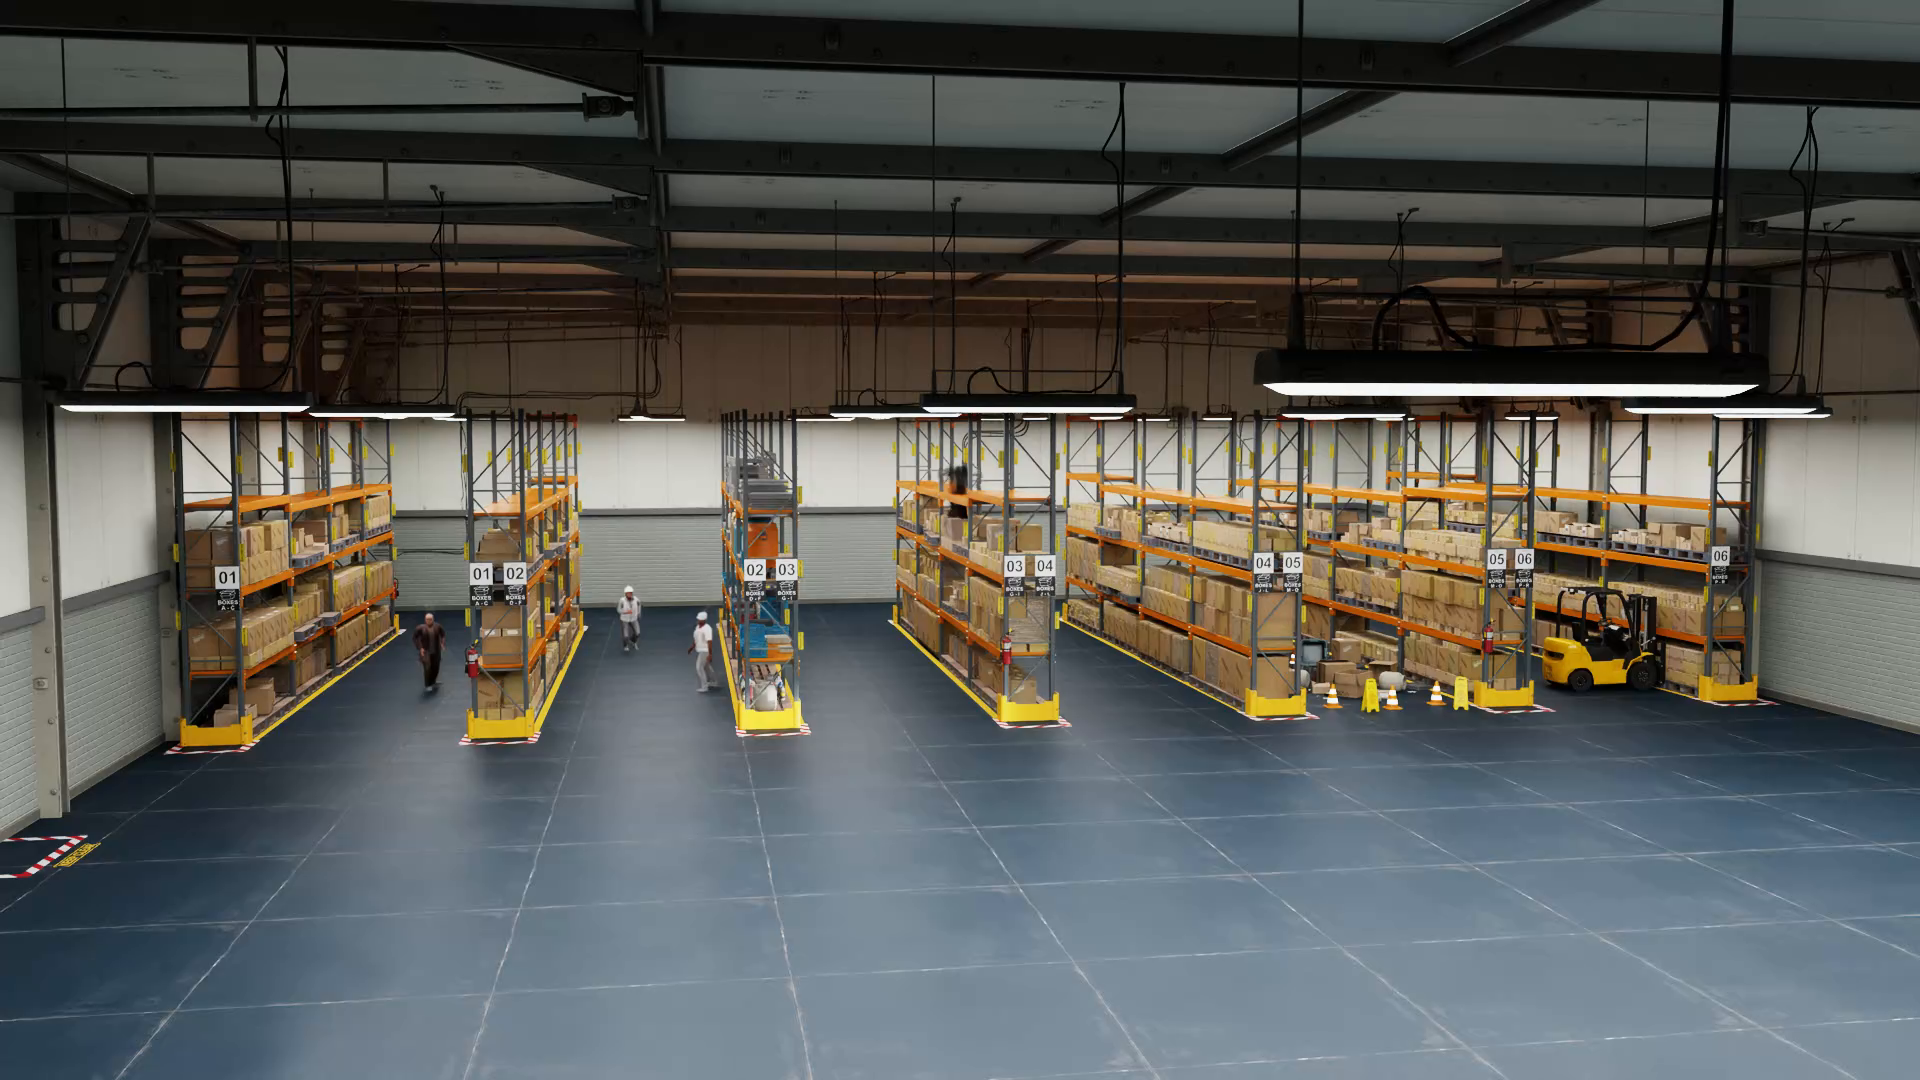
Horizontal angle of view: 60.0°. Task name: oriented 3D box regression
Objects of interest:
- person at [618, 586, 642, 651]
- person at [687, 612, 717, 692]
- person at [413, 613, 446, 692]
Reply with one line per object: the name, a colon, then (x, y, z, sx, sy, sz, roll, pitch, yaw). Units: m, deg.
person: (-8.262, 1.980, 41.602, 0.661, 1.666, 0.888, -2, 4, -26)
person: (-5.500, 2.374, 35.773, 0.688, 1.714, 0.860, -2, 4, -25)
person: (-11.372, 2.436, 35.695, 0.740, 1.601, 0.925, -3, 5, -38)
